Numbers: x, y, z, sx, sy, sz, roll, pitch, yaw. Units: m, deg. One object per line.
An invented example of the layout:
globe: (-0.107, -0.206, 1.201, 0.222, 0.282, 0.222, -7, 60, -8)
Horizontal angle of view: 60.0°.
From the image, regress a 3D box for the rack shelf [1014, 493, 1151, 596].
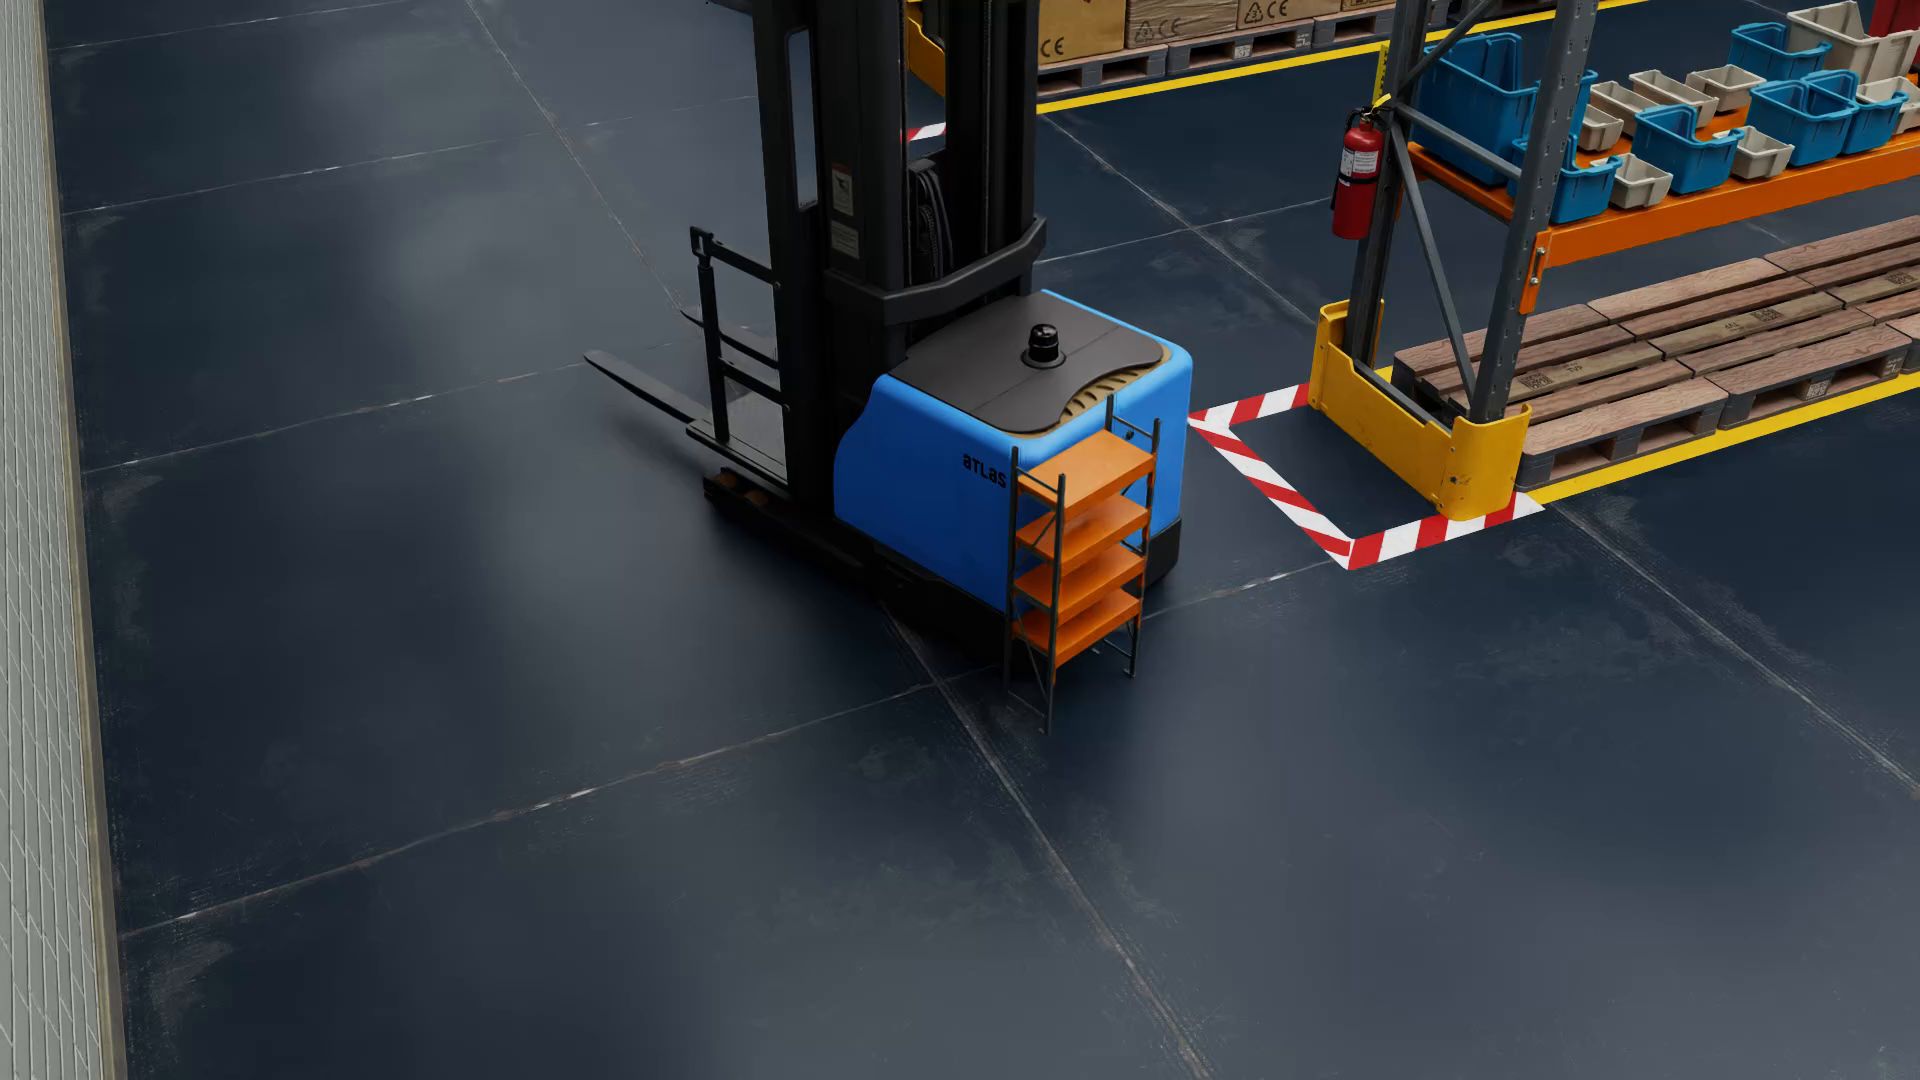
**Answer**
rack shelf: (0.434, -0.015, 5.997, 0.480, 0.148, 0.258, -30, 47, -34)

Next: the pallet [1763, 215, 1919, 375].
pallet: (5.076, -1.331, 8.867, 1.213, 0.211, 1.003, -16, 39, -20)

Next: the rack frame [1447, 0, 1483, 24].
rack frame: (3.621, -5.329, 11.916, 0.127, 3.000, 1.000, -16, 39, -20)

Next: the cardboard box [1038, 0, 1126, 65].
cardboard box: (0.545, -3.837, 11.336, 0.875, 0.875, 0.875, -16, 39, -20)

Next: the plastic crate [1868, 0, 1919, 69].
plastic crate: (4.810, -2.617, 8.156, 0.583, 0.464, 0.402, -16, 39, -20)

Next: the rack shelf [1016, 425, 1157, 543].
rack shelf: (0.437, -0.203, 5.854, 0.480, 0.148, 0.258, -30, 47, -34)

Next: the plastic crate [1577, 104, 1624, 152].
plastic crate: (2.765, -1.867, 7.421, 0.243, 0.136, 0.396, -16, 39, -20)

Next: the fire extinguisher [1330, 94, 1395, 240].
fire extinguisher: (1.774, -1.671, 7.363, 0.183, 0.674, 0.296, -16, 39, -20)

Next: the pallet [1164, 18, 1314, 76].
pallet: (1.793, -3.747, 12.125, 1.213, 0.211, 1.003, -16, 39, -20)

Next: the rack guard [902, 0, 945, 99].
rack guard: (-0.022, -3.306, 11.288, 0.348, 0.500, 1.175, -16, 39, -20)

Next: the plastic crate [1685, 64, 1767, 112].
plastic crate: (3.536, -2.102, 7.736, 0.250, 0.136, 0.298, -16, 39, -20)

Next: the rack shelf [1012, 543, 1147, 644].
rack shelf: (0.431, 0.163, 6.132, 0.480, 0.148, 0.258, -30, 47, -34)

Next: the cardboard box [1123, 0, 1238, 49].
cardboard box: (1.369, -4.067, 11.646, 0.875, 0.875, 0.875, -16, 39, -20)

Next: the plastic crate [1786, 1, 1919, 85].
plastic crate: (4.264, -2.347, 7.945, 0.530, 0.282, 0.437, -16, 39, -20)

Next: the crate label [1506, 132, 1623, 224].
crate label: (2.467, -1.487, 6.827, 0.303, 0.233, 0.416, -16, 39, -20)

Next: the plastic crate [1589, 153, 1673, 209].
plastic crate: (2.793, -1.485, 6.905, 0.298, 0.136, 0.250, -16, 39, -20)

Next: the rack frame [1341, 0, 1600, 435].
rack frame: (2.104, -1.645, 6.950, 0.127, 3.000, 1.000, -16, 39, -20)

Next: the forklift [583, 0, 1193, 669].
forklift: (-0.502, -1.434, 6.723, 3.031, 2.935, 1.130, 29, 45, 33)

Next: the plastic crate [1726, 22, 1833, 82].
plastic crate: (3.854, -2.260, 7.869, 0.300, 0.233, 0.416, -16, 39, -20)

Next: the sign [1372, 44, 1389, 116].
sign: (1.856, -2.003, 7.296, 0.005, 0.325, 0.100, -16, 39, -20)

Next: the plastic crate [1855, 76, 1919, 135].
plastic crate: (4.276, -1.973, 7.563, 0.466, 0.136, 0.293, -16, 39, -20)

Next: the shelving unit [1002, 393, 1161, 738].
shelving unit: (0.432, 0.109, 6.092, 0.503, 1.200, 0.258, -30, 47, -34)

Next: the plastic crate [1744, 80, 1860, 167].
plastic crate: (3.659, -1.820, 7.276, 0.300, 0.233, 0.416, -16, 39, -20)

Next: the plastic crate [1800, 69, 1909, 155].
plastic crate: (3.931, -1.896, 7.379, 0.300, 0.233, 0.416, -16, 39, -20)

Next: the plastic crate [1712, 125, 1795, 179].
plastic crate: (3.407, -1.657, 7.136, 0.298, 0.136, 0.250, -16, 39, -20)

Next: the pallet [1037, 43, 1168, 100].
pallet: (0.690, -3.441, 11.712, 1.213, 0.211, 1.003, -16, 39, -20)

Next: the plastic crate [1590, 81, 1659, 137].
plastic crate: (3.034, -1.933, 7.509, 0.243, 0.136, 0.396, -16, 39, -20)

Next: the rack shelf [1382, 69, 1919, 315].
rack shelf: (3.915, -1.862, 7.847, 4.000, 0.370, 1.077, -16, 39, -20)

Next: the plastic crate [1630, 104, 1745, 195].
plastic crate: (3.063, -1.654, 7.052, 0.300, 0.233, 0.416, -16, 39, -20)

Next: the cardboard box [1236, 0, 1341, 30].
cardboard box: (2.174, -4.292, 11.950, 0.875, 0.875, 0.875, -16, 39, -20)

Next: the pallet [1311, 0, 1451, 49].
pallet: (2.899, -4.058, 12.544, 1.213, 0.211, 1.003, -16, 39, -20)

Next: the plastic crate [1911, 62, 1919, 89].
plastic crate: (4.826, -2.143, 7.802, 0.590, 0.125, 0.437, -16, 39, -20)

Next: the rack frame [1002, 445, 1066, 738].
rack frame: (0.257, 0.211, 5.955, 0.015, 1.200, 0.240, -30, 47, -34)

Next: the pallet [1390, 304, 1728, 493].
pallet: (2.867, -0.713, 8.034, 1.213, 0.211, 1.003, -16, 39, -20)

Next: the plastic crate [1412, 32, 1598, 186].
plastic crate: (2.328, -1.869, 7.172, 0.499, 0.435, 0.616, -16, 39, -20)

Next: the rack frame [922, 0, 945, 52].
rack frame: (0.000, -4.316, 10.551, 0.127, 3.000, 1.000, -16, 39, -20)

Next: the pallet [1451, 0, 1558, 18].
pallet: (4.287, -4.445, 13.065, 1.213, 0.211, 1.003, -16, 39, -20)

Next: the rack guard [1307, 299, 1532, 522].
rack guard: (2.088, -0.628, 7.677, 0.348, 0.500, 1.175, -16, 39, -20)

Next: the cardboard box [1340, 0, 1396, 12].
cardboard box: (2.989, -4.520, 12.257, 0.875, 0.875, 0.875, -16, 39, -20)

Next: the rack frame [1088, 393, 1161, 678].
rack frame: (0.607, 0.008, 6.228, 0.015, 1.200, 0.240, -30, 47, -34)

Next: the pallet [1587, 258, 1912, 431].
pallet: (3.970, -1.019, 8.447, 1.213, 0.211, 1.003, -16, 39, -20)

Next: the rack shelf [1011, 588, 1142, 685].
rack shelf: (0.429, 0.321, 6.252, 0.480, 0.148, 0.258, -30, 47, -34)

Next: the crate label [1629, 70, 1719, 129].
crate label: (3.276, -2.017, 7.622, 0.243, 0.136, 0.396, -16, 39, -20)
